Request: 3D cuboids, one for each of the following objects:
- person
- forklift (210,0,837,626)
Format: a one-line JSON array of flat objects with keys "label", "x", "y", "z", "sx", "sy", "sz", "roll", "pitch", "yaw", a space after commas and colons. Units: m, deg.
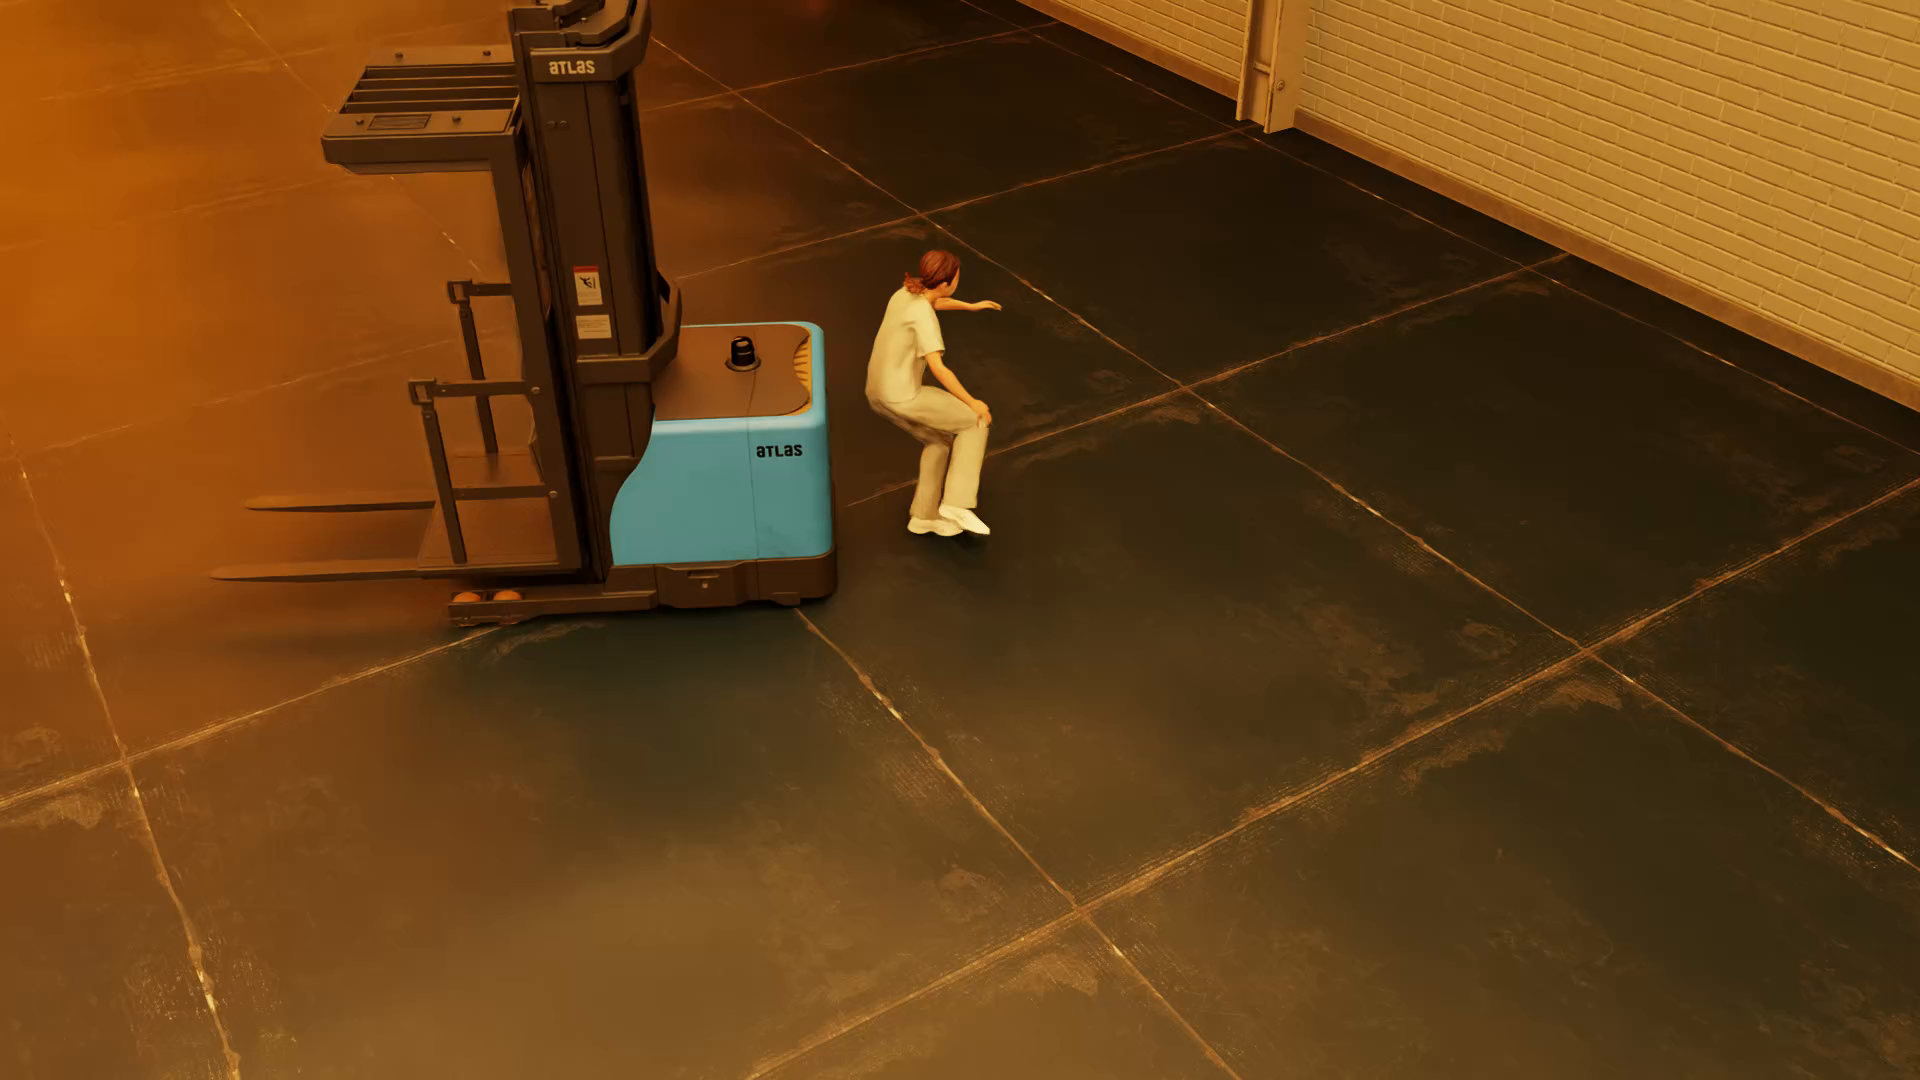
[{"label": "person", "x": -0.031, "y": -0.773, "z": 8.564, "sx": 0.834, "sy": 1.436, "sz": 0.974, "roll": -18, "pitch": 39, "yaw": -24}, {"label": "forklift", "x": -2.153, "y": -1.095, "z": 7.706, "sx": 3.031, "sy": 2.935, "sz": 1.130, "roll": -3, "pitch": 35, "yaw": -4}]
